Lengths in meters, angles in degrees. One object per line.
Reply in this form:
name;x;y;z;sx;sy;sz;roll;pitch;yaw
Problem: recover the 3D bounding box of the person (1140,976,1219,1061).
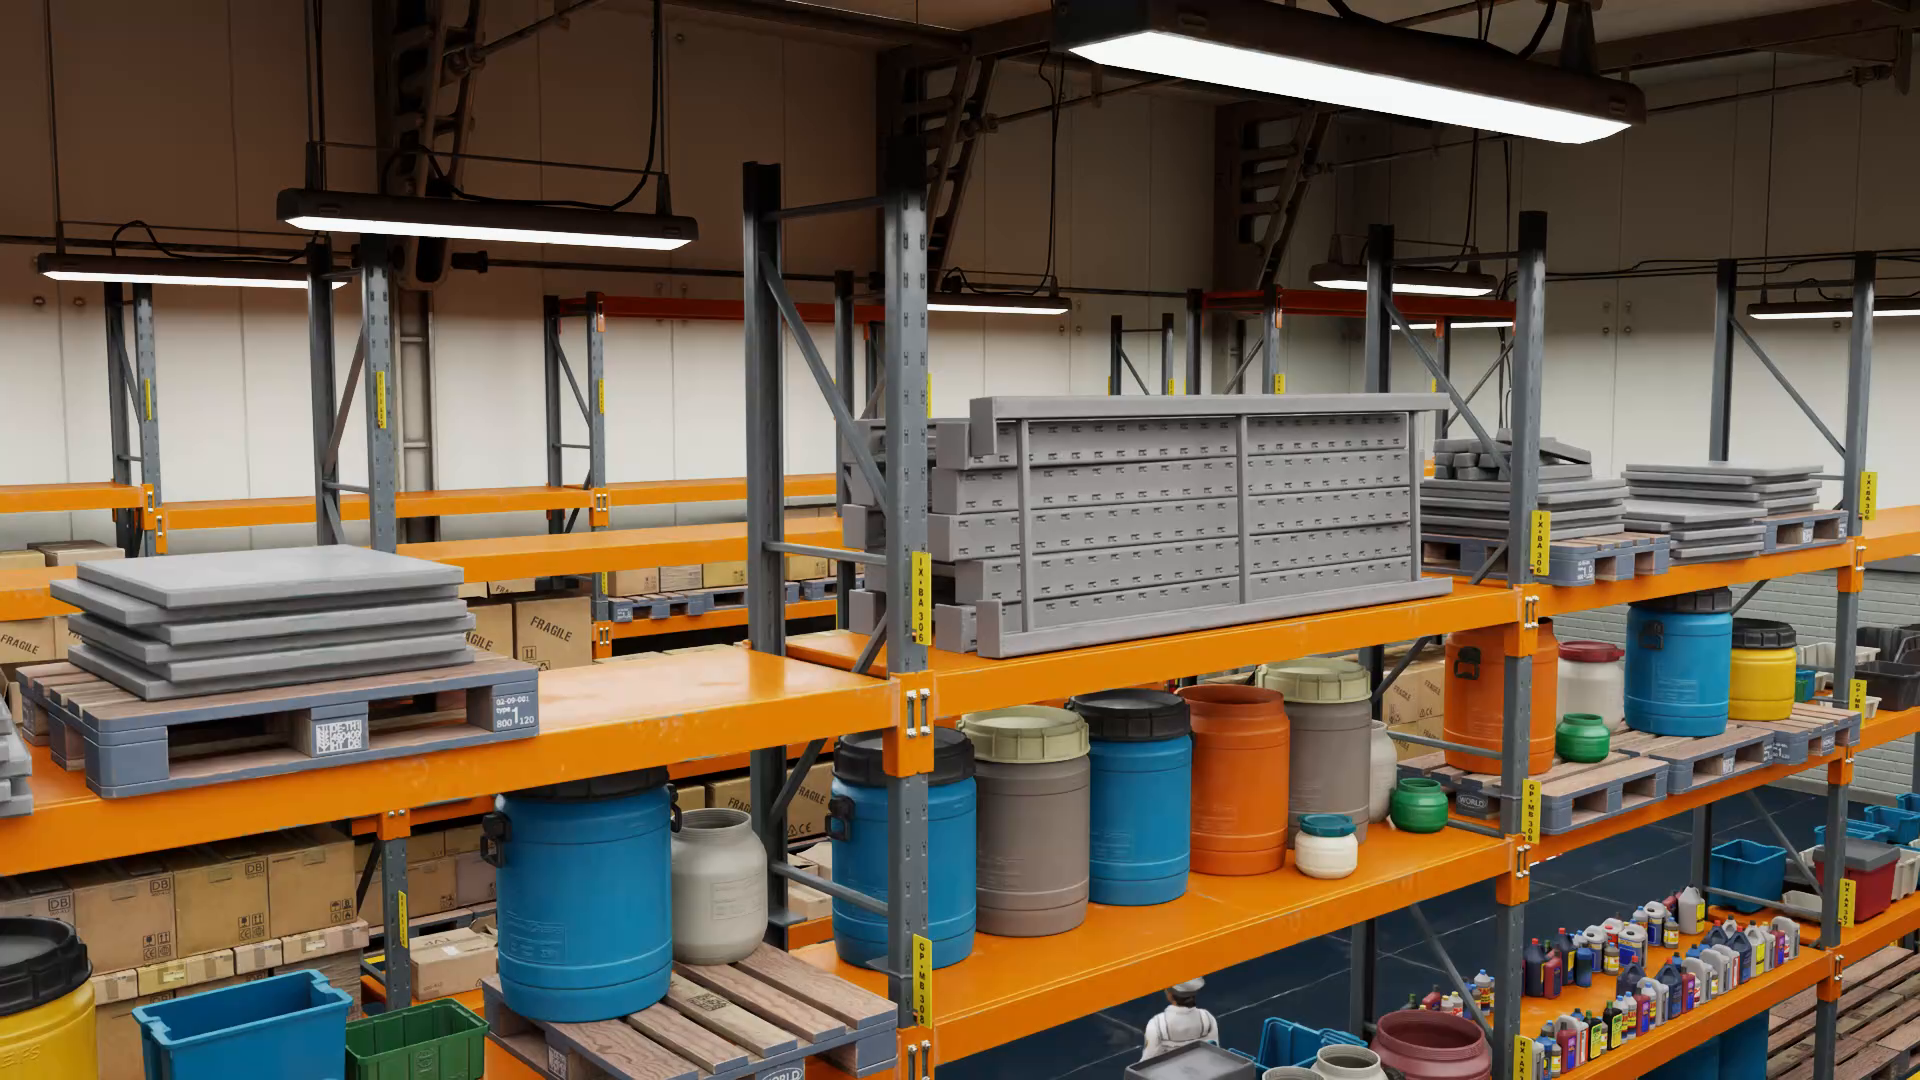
person;1.317;3.379;10.013;0.518;1.739;0.468;0;6;0
